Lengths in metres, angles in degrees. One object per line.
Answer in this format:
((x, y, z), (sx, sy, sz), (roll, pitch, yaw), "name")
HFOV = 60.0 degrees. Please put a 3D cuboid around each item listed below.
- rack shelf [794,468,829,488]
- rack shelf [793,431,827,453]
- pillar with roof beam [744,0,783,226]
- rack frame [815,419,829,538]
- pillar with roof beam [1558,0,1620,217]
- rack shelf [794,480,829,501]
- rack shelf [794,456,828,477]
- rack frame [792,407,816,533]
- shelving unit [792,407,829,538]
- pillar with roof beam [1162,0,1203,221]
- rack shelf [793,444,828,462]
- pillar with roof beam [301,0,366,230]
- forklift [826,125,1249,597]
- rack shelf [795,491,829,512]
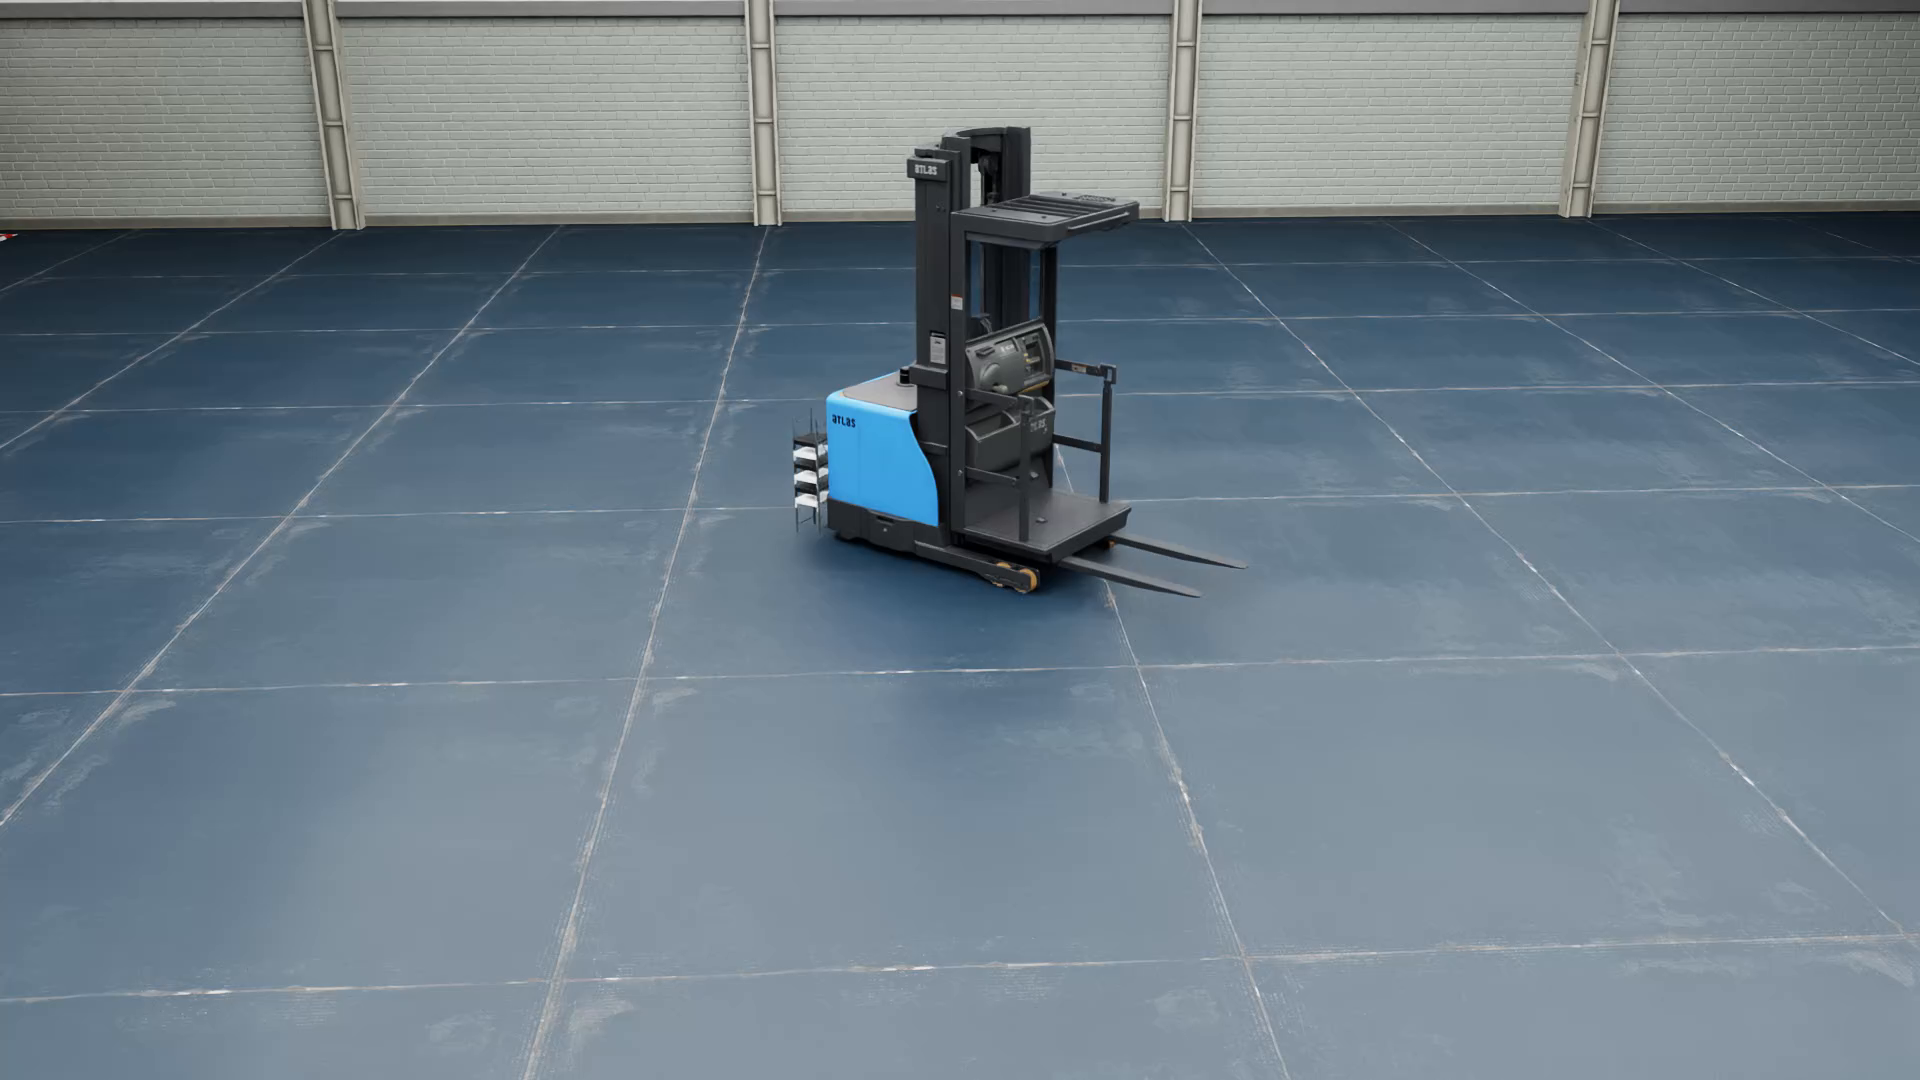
((-1.057, -0.460, 12.158), (0.200, 0.077, 0.258), (12, 24, 29), "rack shelf")
((-1.057, -0.712, 12.062), (0.200, 0.077, 0.258), (12, 24, 29), "rack shelf")
((-2.547, -7.288, 18.616), (0.400, 9.000, 9.100), (-1, 21, -3), "pillar with roof beam")
((-0.970, -0.472, 12.097), (0.006, 0.900, 0.240), (12, 24, 29), "rack frame")
((9.434, -7.532, 19.256), (0.400, 9.000, 9.100), (-1, 21, -3), "pillar with roof beam")
((-1.057, -0.376, 12.190), (0.200, 0.077, 0.258), (12, 24, 29), "rack shelf")
((-1.057, -0.544, 12.126), (0.200, 0.077, 0.258), (12, 24, 29), "rack shelf")
((-1.144, -0.510, 12.195), (0.006, 0.900, 0.240), (12, 24, 29), "rack frame")
((-1.057, -0.491, 12.146), (0.210, 0.900, 0.258), (12, 24, 29), "shelving unit")
((3.444, -7.410, 18.936), (0.400, 9.000, 9.100), (-1, 21, -3), "pillar with roof beam")
((-1.057, -0.628, 12.094), (0.200, 0.077, 0.258), (12, 24, 29), "rack shelf")
((-8.537, -7.166, 18.296), (0.400, 9.000, 9.100), (-1, 21, -3), "pillar with roof beam")
((0.512, -1.222, 11.210), (3.031, 2.935, 1.130), (15, 26, 34), "forklift")
((-1.057, -0.292, 12.222), (0.200, 0.077, 0.258), (12, 24, 29), "rack shelf")
